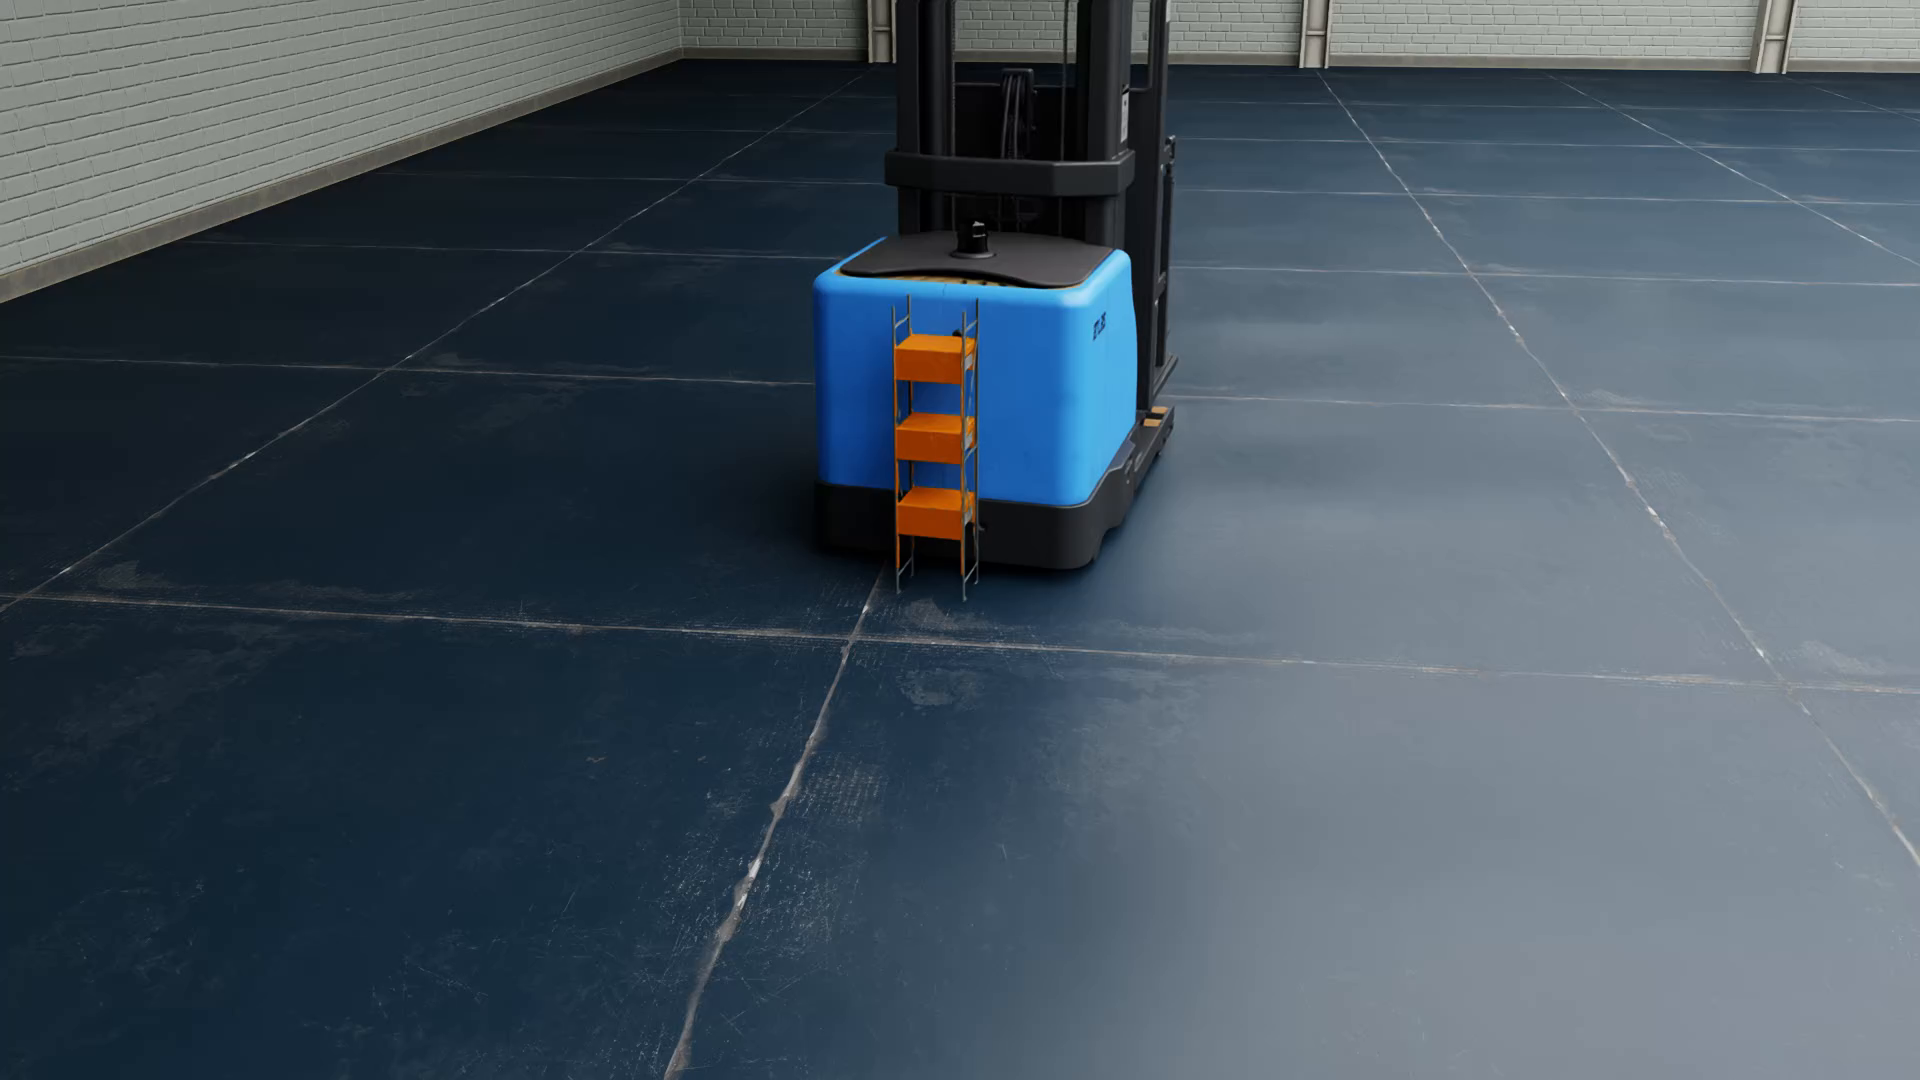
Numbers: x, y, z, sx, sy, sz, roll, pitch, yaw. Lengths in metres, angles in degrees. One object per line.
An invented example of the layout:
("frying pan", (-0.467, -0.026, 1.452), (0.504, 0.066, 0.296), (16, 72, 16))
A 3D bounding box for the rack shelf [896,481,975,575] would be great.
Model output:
("rack shelf", (-0.081, -0.045, 5.911), (0.240, 0.259, 0.215), (6, 22, 14))

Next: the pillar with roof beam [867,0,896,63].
("pillar with roof beam", (-1.589, -9.414, 18.011), (0.400, 9.000, 9.100), (2, 22, 6))

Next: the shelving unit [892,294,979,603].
("shelving unit", (-0.081, -0.313, 5.805), (0.252, 1.050, 0.215), (6, 22, 14))

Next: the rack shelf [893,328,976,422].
("rack shelf", (-0.081, -0.567, 5.704), (0.240, 0.259, 0.215), (6, 22, 14))

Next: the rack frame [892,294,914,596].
("rack frame", (-0.199, -0.325, 5.834), (0.008, 1.050, 0.200), (6, 22, 14))

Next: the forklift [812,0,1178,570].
("forklift", (0.350, -1.768, 6.925), (1.130, 2.935, 3.031), (6, 22, 15))

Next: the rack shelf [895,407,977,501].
("rack shelf", (-0.081, -0.304, 5.808), (0.240, 0.259, 0.215), (6, 22, 14))

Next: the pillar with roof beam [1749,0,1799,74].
("pillar with roof beam", (10.328, -8.894, 16.698), (0.400, 9.000, 9.100), (2, 22, 6))

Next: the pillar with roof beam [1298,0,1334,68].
("pillar with roof beam", (4.370, -9.154, 17.355), (0.400, 9.000, 9.100), (2, 22, 6))

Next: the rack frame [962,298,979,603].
("rack frame", (0.036, -0.302, 5.775), (0.008, 1.050, 0.200), (6, 22, 14))
